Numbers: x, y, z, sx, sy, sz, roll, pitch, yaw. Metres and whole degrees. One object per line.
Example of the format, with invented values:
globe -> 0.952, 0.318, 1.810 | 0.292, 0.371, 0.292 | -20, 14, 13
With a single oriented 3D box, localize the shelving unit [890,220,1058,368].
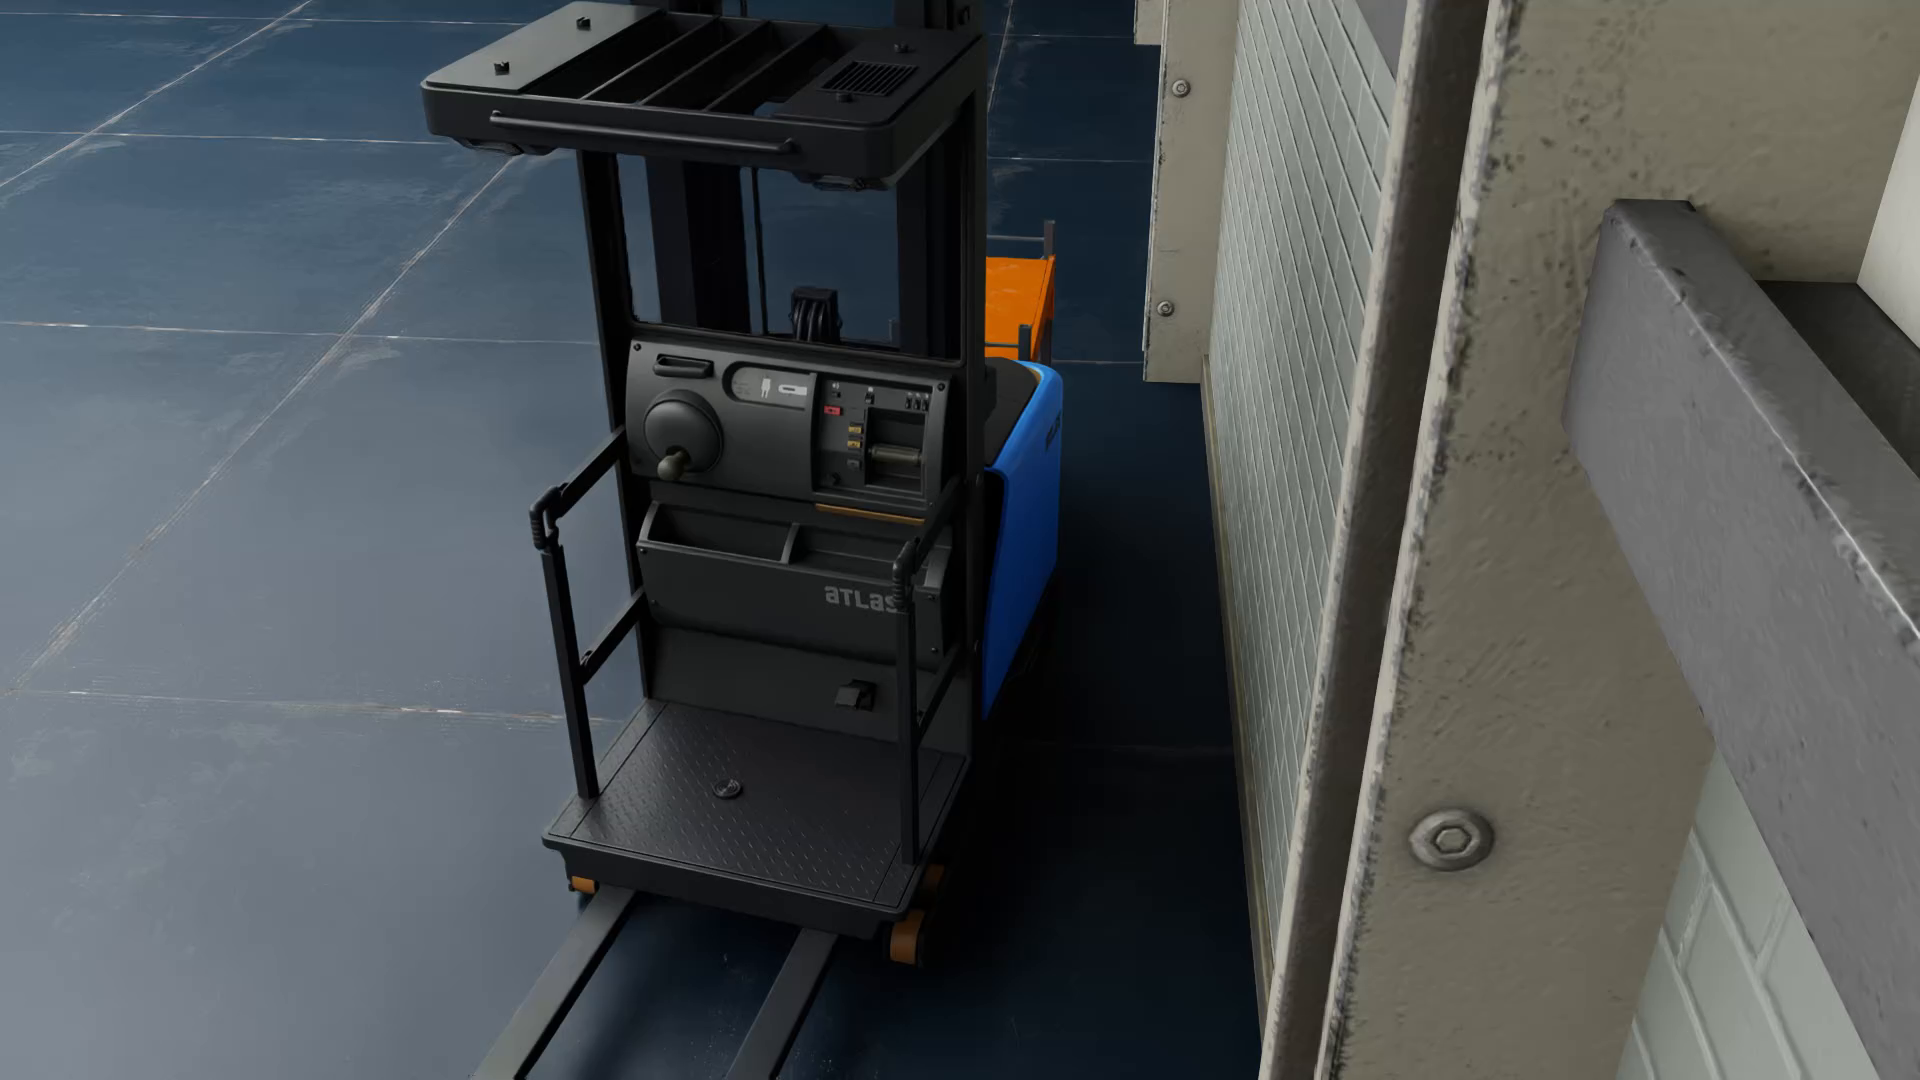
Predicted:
shelving unit -> 0.068, -0.550, 6.571 | 0.538, 1.125, 1.048 | 4, 32, 6

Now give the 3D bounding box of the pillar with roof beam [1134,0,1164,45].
pillar with roof beam -> -2.751, -8.012, 11.174 | 9.100, 9.000, 0.400 | 2, 32, 4

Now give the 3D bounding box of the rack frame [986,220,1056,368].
rack frame -> 0.135, -0.815, 7.000 | 0.500, 1.125, 0.032 | 4, 32, 6

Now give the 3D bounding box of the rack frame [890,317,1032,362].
rack frame -> 0.001, -0.286, 6.142 | 0.500, 1.125, 0.032 | 4, 32, 6

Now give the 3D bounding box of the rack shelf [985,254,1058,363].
rack shelf -> 0.068, -0.799, 6.417 | 0.538, 0.278, 1.000 | 4, 32, 6

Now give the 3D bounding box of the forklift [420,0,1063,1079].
forklift -> -0.538, -0.263, 4.382 | 1.130, 2.935, 3.031 | 9, 33, 14

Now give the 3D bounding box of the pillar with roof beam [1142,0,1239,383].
pillar with roof beam -> -3.240, -4.875, 6.083 | 9.100, 9.000, 0.400 | 2, 32, 4
